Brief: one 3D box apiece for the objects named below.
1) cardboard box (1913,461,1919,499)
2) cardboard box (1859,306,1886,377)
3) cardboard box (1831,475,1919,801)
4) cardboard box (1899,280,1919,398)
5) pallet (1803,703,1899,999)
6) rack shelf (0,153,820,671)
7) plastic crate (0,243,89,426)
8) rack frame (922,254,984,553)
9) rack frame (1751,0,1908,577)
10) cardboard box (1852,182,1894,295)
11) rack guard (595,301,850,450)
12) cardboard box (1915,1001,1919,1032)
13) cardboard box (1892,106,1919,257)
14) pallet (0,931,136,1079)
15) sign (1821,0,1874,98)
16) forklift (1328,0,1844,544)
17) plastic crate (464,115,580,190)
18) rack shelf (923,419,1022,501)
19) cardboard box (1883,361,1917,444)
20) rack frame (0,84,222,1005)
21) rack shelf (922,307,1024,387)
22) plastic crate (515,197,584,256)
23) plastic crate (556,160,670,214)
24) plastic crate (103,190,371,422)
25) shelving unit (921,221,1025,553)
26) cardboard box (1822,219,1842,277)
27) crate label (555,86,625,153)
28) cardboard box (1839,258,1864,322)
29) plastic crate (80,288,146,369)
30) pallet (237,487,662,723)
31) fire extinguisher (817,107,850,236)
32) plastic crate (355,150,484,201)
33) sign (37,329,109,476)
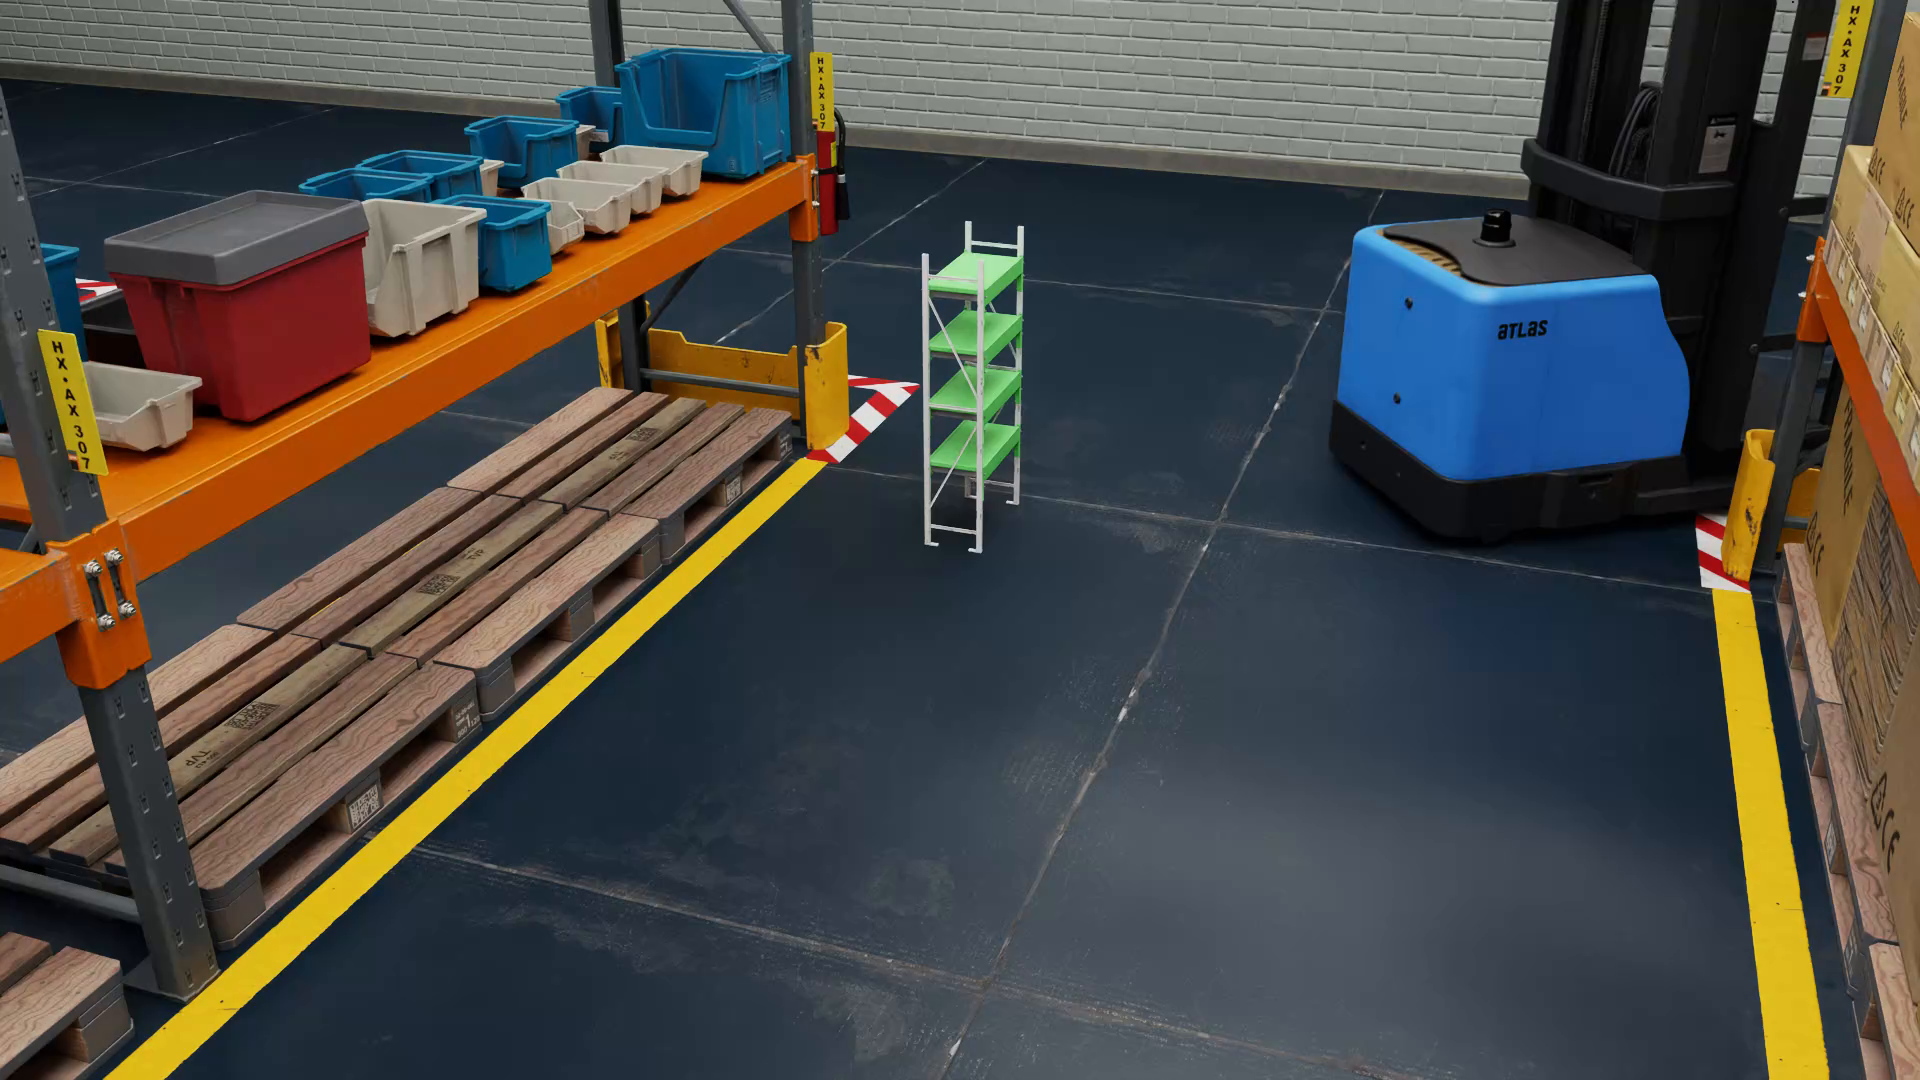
[{"bbox_3d":[2.453,-0.121,3.846,0.380,0.149,0.250,8,27,17],"label":"cardboard box"},{"bbox_3d":[2.794,-0.543,4.718,0.380,0.149,0.250,8,27,16],"label":"cardboard box"},{"bbox_3d":[3.124,0.239,4.770,0.875,0.875,0.875,9,27,17],"label":"cardboard box"},{"bbox_3d":[2.644,-0.449,4.067,0.500,0.250,0.500,8,27,16],"label":"cardboard box"},{"bbox_3d":[2.964,0.918,4.612,1.003,0.211,1.213,9,27,17],"label":"pallet"},{"bbox_3d":[-1.772,-0.749,5.681,1.077,0.370,4.000,9,27,17],"label":"rack shelf"},{"bbox_3d":[-2.604,-0.512,4.316,0.392,0.384,0.575,9,27,17],"label":"plastic crate"},{"bbox_3d":[-0.026,-0.508,6.422,0.240,1.200,0.015,9,27,17],"label":"rack frame"},{"bbox_3d":[3.564,-1.177,5.738,1.000,3.000,0.127,9,27,17],"label":"rack frame"},{"bbox_3d":[2.983,-0.870,4.936,0.500,0.250,0.500,8,27,17],"label":"cardboard box"},{"bbox_3d":[-1.111,-0.782,7.791,1.175,0.500,0.348,9,27,17],"label":"rack guard"},{"bbox_3d":[2.528,0.975,3.251,0.875,0.875,0.875,9,27,17],"label":"cardboard box"},{"bbox_3d":[2.816,-1.003,4.350,0.500,0.500,0.500,8,27,16],"label":"cardboard box"},{"bbox_3d":[-2.734,1.315,3.792,1.003,0.211,1.213,9,27,17],"label":"pallet"},{"bbox_3d":[3.043,-1.685,5.704,0.100,0.325,0.005,9,27,17],"label":"sign"},{"bbox_3d":[3.220,-1.654,6.803,3.031,2.935,1.130,-7,27,-14],"label":"forklift"},{"bbox_3d":[-1.718,-1.522,6.575,0.416,0.233,0.300,9,27,17],"label":"plastic crate"},{"bbox_3d":[0.055,-0.335,6.761,0.258,0.148,0.480,9,27,17],"label":"rack shelf"},{"bbox_3d":[2.624,-0.333,4.285,0.380,0.149,0.250,8,27,16],"label":"cardboard box"},{"bbox_3d":[-2.438,-0.251,3.827,1.000,3.000,0.127,9,27,17],"label":"rack frame"},{"bbox_3d":[0.055,-0.767,6.552,0.258,0.148,0.480,9,27,17],"label":"rack shelf"},{"bbox_3d":[-1.468,-1.083,5.778,0.298,0.136,0.250,9,27,17],"label":"plastic crate"},{"bbox_3d":[-1.317,-1.325,6.278,0.396,0.136,0.243,9,27,17],"label":"plastic crate"},{"bbox_3d":[-1.904,-0.638,4.482,0.402,0.464,0.583,9,27,17],"label":"plastic crate"},{"bbox_3d":[0.055,-0.608,6.629,0.258,1.200,0.503,9,27,17],"label":"shelving unit"},{"bbox_3d":[3.135,-0.966,5.591,0.380,0.149,0.250,9,27,18],"label":"cardboard box"},{"bbox_3d":[-1.499,-1.793,7.134,0.416,0.233,0.303,9,27,17],"label":"crate label"},{"bbox_3d":[2.966,-0.755,5.155,0.380,0.149,0.250,8,27,16],"label":"cardboard box"},{"bbox_3d":[-2.319,-0.653,4.904,0.437,0.125,0.590,9,27,17],"label":"plastic crate"},{"bbox_3d":[-1.825,0.193,6.109,1.003,0.211,1.213,9,27,17],"label":"pallet"},{"bbox_3d":[-0.628,-1.688,7.312,0.296,0.674,0.183,9,27,17],"label":"fire extinguisher"},{"bbox_3d":[-1.938,-1.252,6.017,0.416,0.233,0.300,9,27,17],"label":"plastic crate"},{"bbox_3d":[-1.920,-0.295,3.600,0.100,0.325,0.005,9,27,17],"label":"sign"}]
